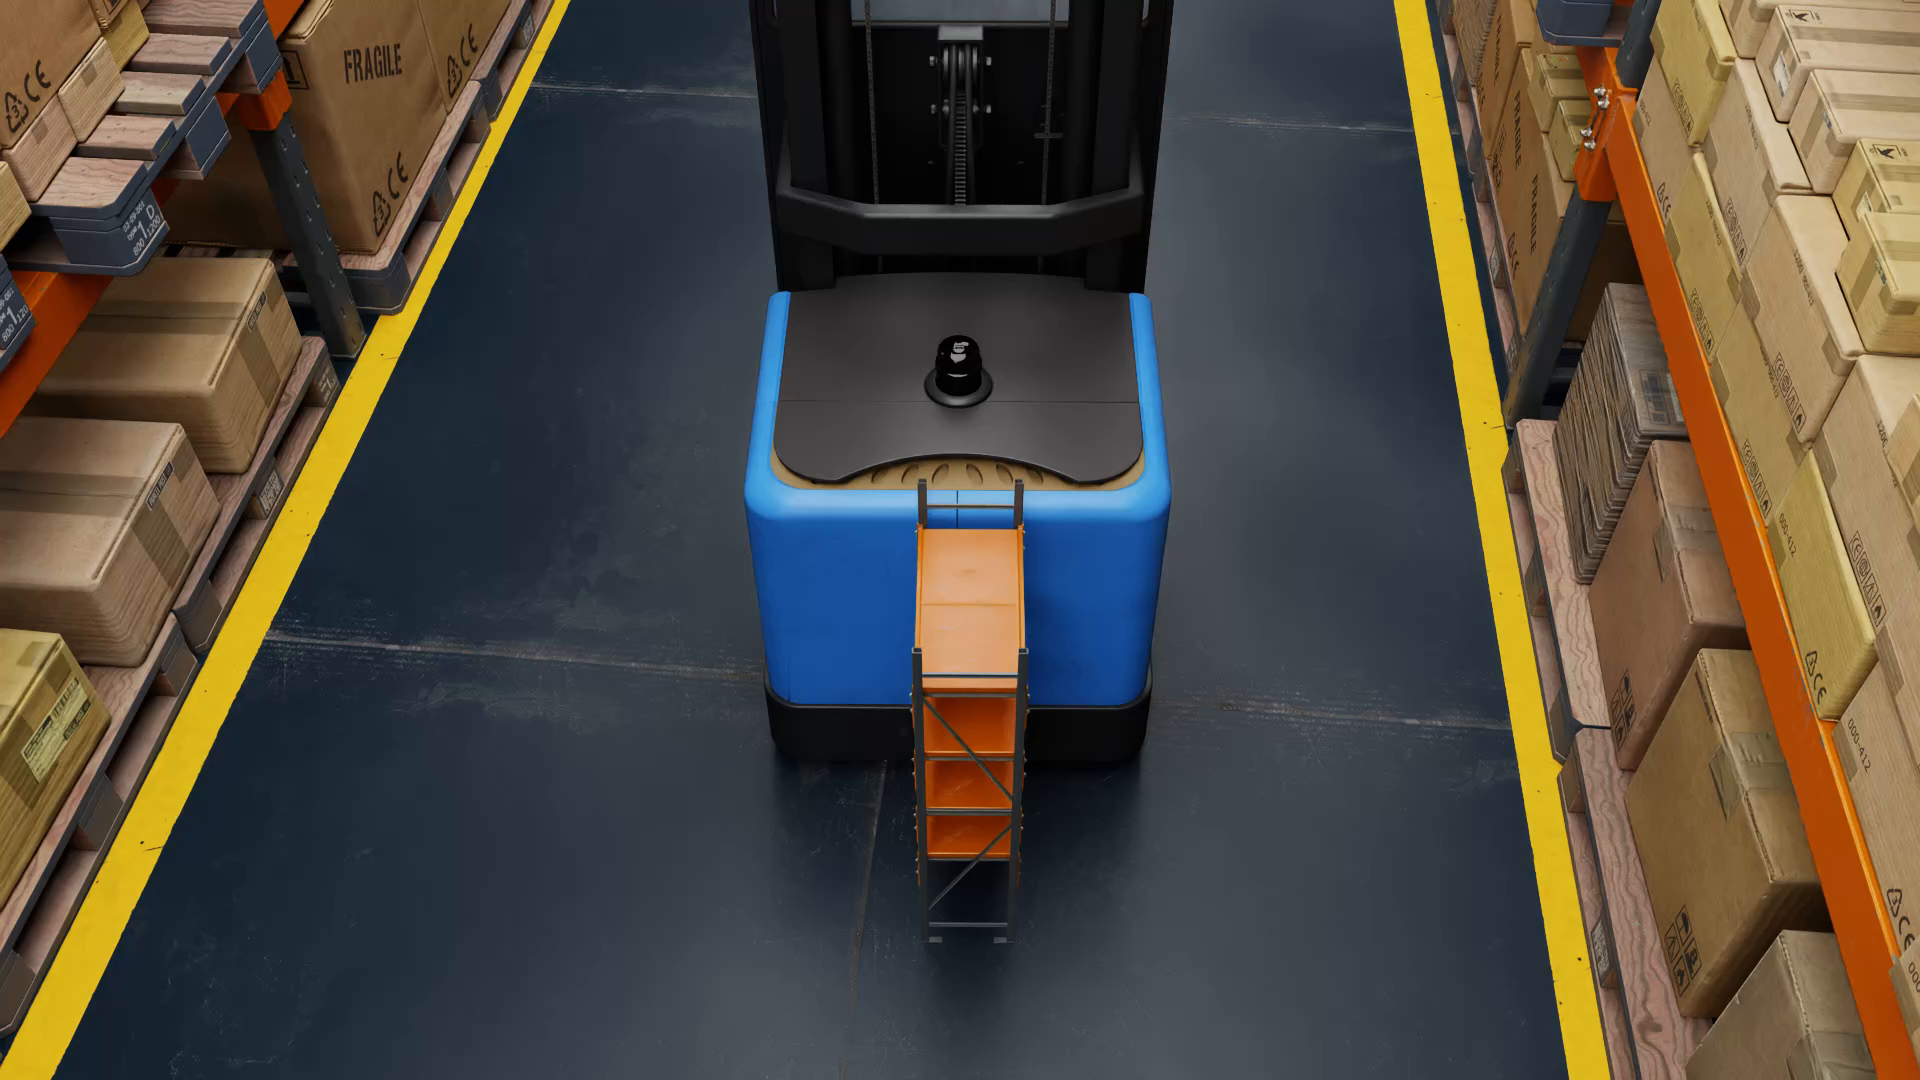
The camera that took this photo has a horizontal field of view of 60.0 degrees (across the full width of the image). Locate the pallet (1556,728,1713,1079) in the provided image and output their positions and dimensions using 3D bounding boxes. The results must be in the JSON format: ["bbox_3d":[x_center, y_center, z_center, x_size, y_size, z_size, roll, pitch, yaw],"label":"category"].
[{"bbox_3d":[2.108,1.050,4.147,1.003,0.211,1.213,4,48,4],"label":"pallet"}]

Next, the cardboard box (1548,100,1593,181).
[{"bbox_3d":[2.129,-1.285,5.362,0.380,0.149,0.250,2,48,2],"label":"cardboard box"}]

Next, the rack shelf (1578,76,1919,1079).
[{"bbox_3d":[2.154,0.325,3.408,1.077,0.370,4.000,4,48,4],"label":"rack shelf"}]

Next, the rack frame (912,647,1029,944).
[{"bbox_3d":[0.021,0.632,3.859,0.240,1.200,0.015,0,48,0],"label":"rack frame"}]

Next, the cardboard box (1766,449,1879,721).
[{"bbox_3d":[1.913,0.102,3.226,0.500,0.250,0.500,5,48,5],"label":"cardboard box"}]

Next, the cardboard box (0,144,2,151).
[{"bbox_3d":[-2.453,-0.890,3.477,0.500,0.500,0.500,1,48,1],"label":"cardboard box"}]

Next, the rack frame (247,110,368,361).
[{"bbox_3d":[-2.607,-1.719,4.789,1.000,3.000,0.127,4,48,4],"label":"rack frame"}]

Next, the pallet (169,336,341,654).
[{"bbox_3d":[-2.680,-0.203,5.293,1.003,0.211,1.213,4,48,4],"label":"pallet"}]

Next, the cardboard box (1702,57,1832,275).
[{"bbox_3d":[2.006,-0.828,3.738,0.500,0.250,0.500,5,48,5],"label":"cardboard box"}]

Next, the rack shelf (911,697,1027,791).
[{"bbox_3d":[0.022,0.346,3.908,0.258,0.148,0.480,0,48,0],"label":"rack shelf"}]

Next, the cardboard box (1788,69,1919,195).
[{"bbox_3d":[1.982,-0.846,3.484,0.380,0.149,0.250,4,48,4],"label":"cardboard box"}]

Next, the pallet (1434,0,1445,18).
[{"bbox_3d":[2.664,-2.785,7.655,1.003,0.211,1.213,4,48,4],"label":"pallet"}]

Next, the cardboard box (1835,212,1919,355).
[{"bbox_3d":[1.907,-0.477,3.146,0.380,0.149,0.250,5,48,4],"label":"cardboard box"}]

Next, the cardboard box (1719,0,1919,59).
[{"bbox_3d":[1.991,-1.230,3.835,0.380,0.149,0.250,5,48,4],"label":"cardboard box"}]

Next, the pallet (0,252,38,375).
[{"bbox_3d":[-2.747,-0.197,3.527,1.003,0.211,1.213,4,48,4],"label":"pallet"}]

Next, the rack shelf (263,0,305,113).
[{"bbox_3d":[-2.425,-2.946,6.399,1.077,0.370,4.000,4,48,4],"label":"rack shelf"}]

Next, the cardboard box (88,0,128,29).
[{"bbox_3d":[-2.372,-1.642,4.165,0.500,0.500,0.500,3,48,2],"label":"cardboard box"}]

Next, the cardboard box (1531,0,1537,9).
[{"bbox_3d":[2.282,-2.052,6.064,0.380,0.149,0.250,3,48,3],"label":"cardboard box"}]

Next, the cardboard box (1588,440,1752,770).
[{"bbox_3d":[2.214,0.210,4.350,0.875,0.625,0.625,5,48,5],"label":"cardboard box"}]

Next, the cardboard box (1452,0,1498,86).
[{"bbox_3d":[2.290,-2.146,6.589,0.500,0.500,0.500,2,48,2],"label":"cardboard box"}]

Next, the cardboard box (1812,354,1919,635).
[{"bbox_3d":[1.918,-0.068,3.042,0.500,0.250,0.500,4,48,4],"label":"cardboard box"}]

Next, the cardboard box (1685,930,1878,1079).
[{"bbox_3d":[2.086,1.258,3.392,0.875,0.625,0.625,3,48,3],"label":"cardboard box"}]

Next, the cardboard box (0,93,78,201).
[{"bbox_3d":[-2.364,-0.944,3.967,0.380,0.149,0.250,2,48,2],"label":"cardboard box"}]

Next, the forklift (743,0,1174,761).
[{"bbox_3d":[0.004,-1.448,4.589,1.130,2.935,3.031,0,48,0],"label":"forklift"}]

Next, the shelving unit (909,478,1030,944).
[{"bbox_3d":[0.022,0.452,4.024,0.258,1.200,0.503,0,48,0],"label":"shelving unit"}]

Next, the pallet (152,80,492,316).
[{"bbox_3d":[-2.460,-1.352,6.343,1.003,0.211,1.213,4,48,4],"label":"pallet"}]

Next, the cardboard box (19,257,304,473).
[{"bbox_3d":[-2.669,-0.559,5.225,0.950,0.372,0.625,1,48,1],"label":"cardboard box"}]

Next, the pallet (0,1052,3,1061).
[{"bbox_3d":[-2.902,1.590,3.653,1.003,0.211,1.213,4,48,4],"label":"pallet"}]

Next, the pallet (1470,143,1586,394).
[{"bbox_3d":[2.442,-0.993,6.015,1.003,0.211,1.213,4,48,4],"label":"pallet"}]

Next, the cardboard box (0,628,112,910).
[{"bbox_3d":[-2.803,0.541,4.219,0.950,0.372,0.625,5,48,5],"label":"cardboard box"}]

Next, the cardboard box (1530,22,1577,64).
[{"bbox_3d":[2.191,-1.678,5.722,0.380,0.149,0.250,2,48,2],"label":"cardboard box"}]

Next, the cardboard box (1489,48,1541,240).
[{"bbox_3d":[2.217,-1.378,5.887,0.500,0.500,0.500,3,48,3],"label":"cardboard box"}]

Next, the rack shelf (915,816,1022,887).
[{"bbox_3d":[0.022,0.631,4.220,0.258,0.148,0.480,0,48,0],"label":"rack shelf"}]

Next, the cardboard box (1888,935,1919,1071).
[{"bbox_3d":[1.797,0.845,2.546,0.500,0.250,0.500,4,48,3],"label":"cardboard box"}]

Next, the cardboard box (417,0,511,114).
[{"bbox_3d":[-2.376,-2.300,6.477,0.875,0.875,0.875,4,48,4],"label":"cardboard box"}]

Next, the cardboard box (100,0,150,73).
[{"bbox_3d":[-2.355,-1.317,4.307,0.380,0.149,0.250,5,48,4],"label":"cardboard box"}]

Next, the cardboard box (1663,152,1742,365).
[{"bbox_3d":[2.001,-0.658,3.921,0.500,0.250,0.500,3,48,3],"label":"cardboard box"}]
